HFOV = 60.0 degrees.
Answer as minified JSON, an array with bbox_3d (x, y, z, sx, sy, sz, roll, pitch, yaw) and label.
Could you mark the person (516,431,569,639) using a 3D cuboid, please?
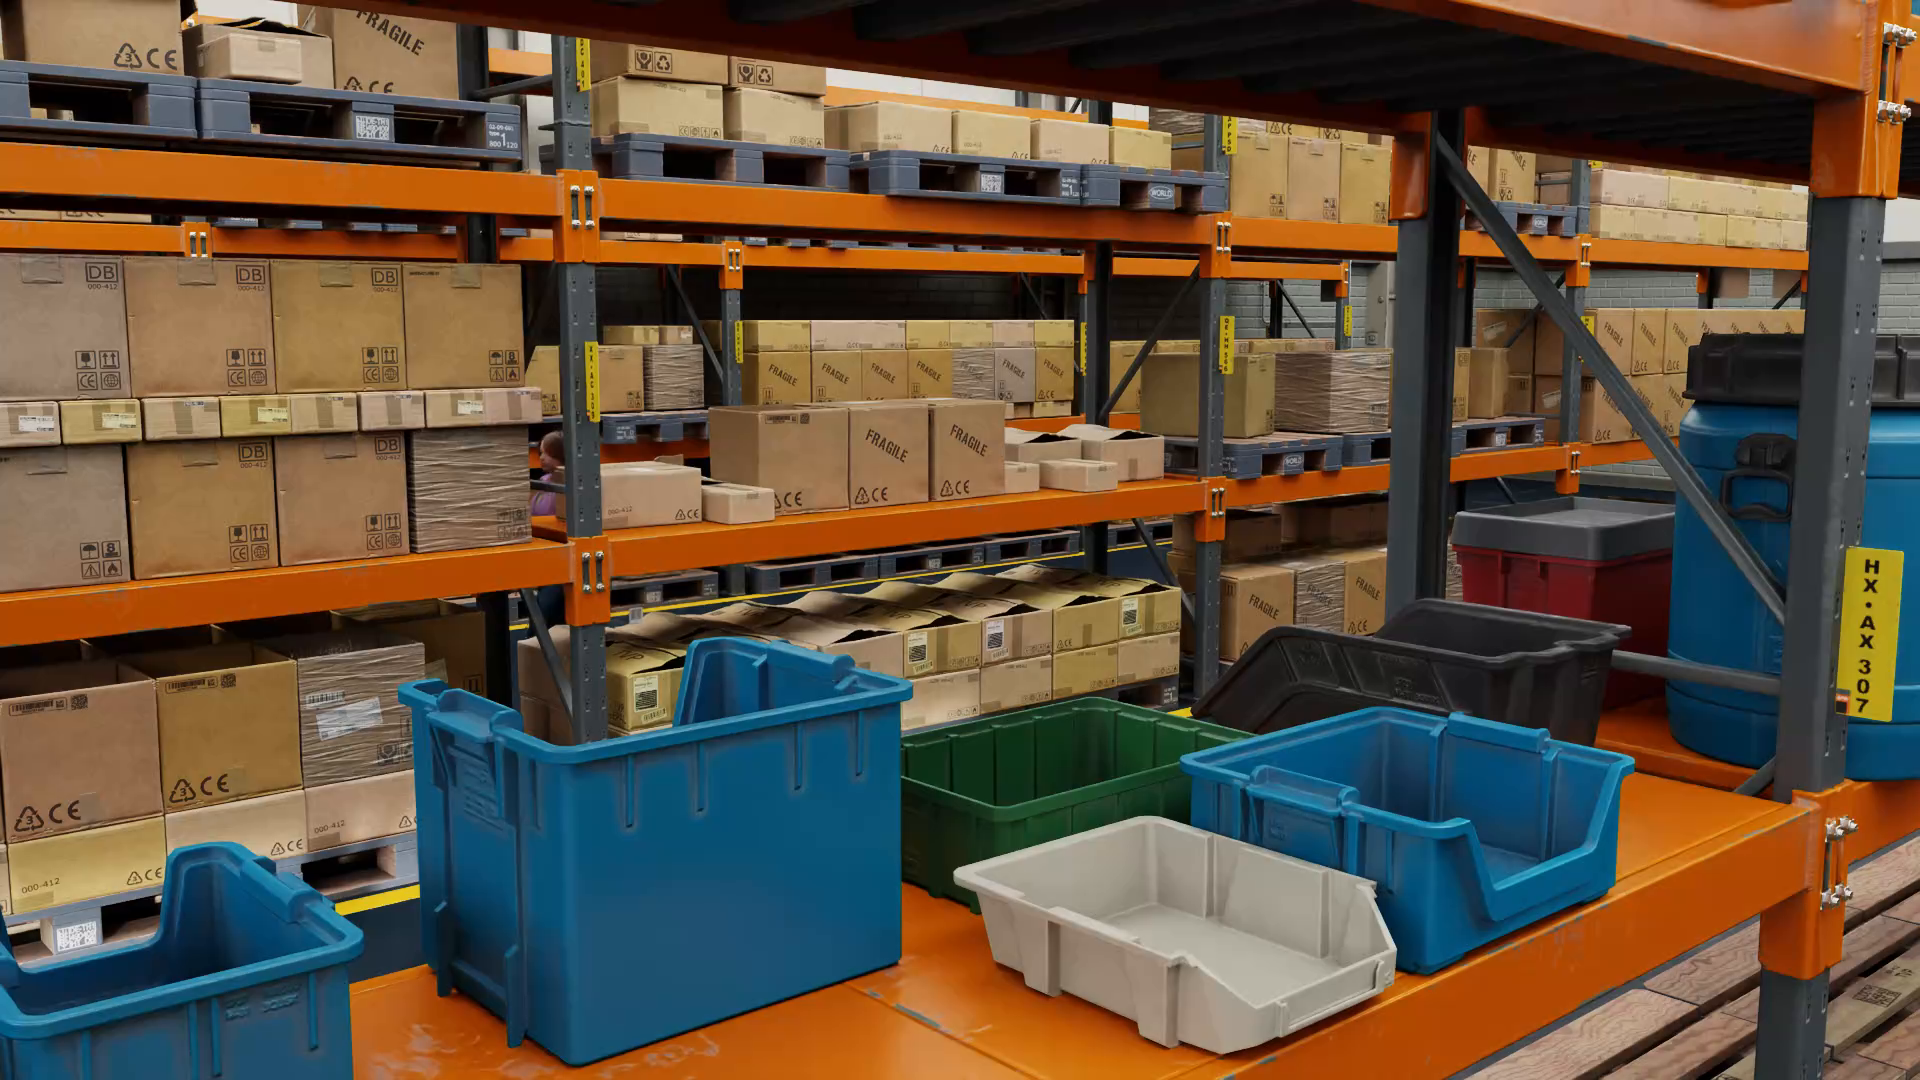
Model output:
[{"bbox_3d":[-2.236,0.212,9.188,0.463,1.626,0.427,-7,10,-41],"label":"person"}]
